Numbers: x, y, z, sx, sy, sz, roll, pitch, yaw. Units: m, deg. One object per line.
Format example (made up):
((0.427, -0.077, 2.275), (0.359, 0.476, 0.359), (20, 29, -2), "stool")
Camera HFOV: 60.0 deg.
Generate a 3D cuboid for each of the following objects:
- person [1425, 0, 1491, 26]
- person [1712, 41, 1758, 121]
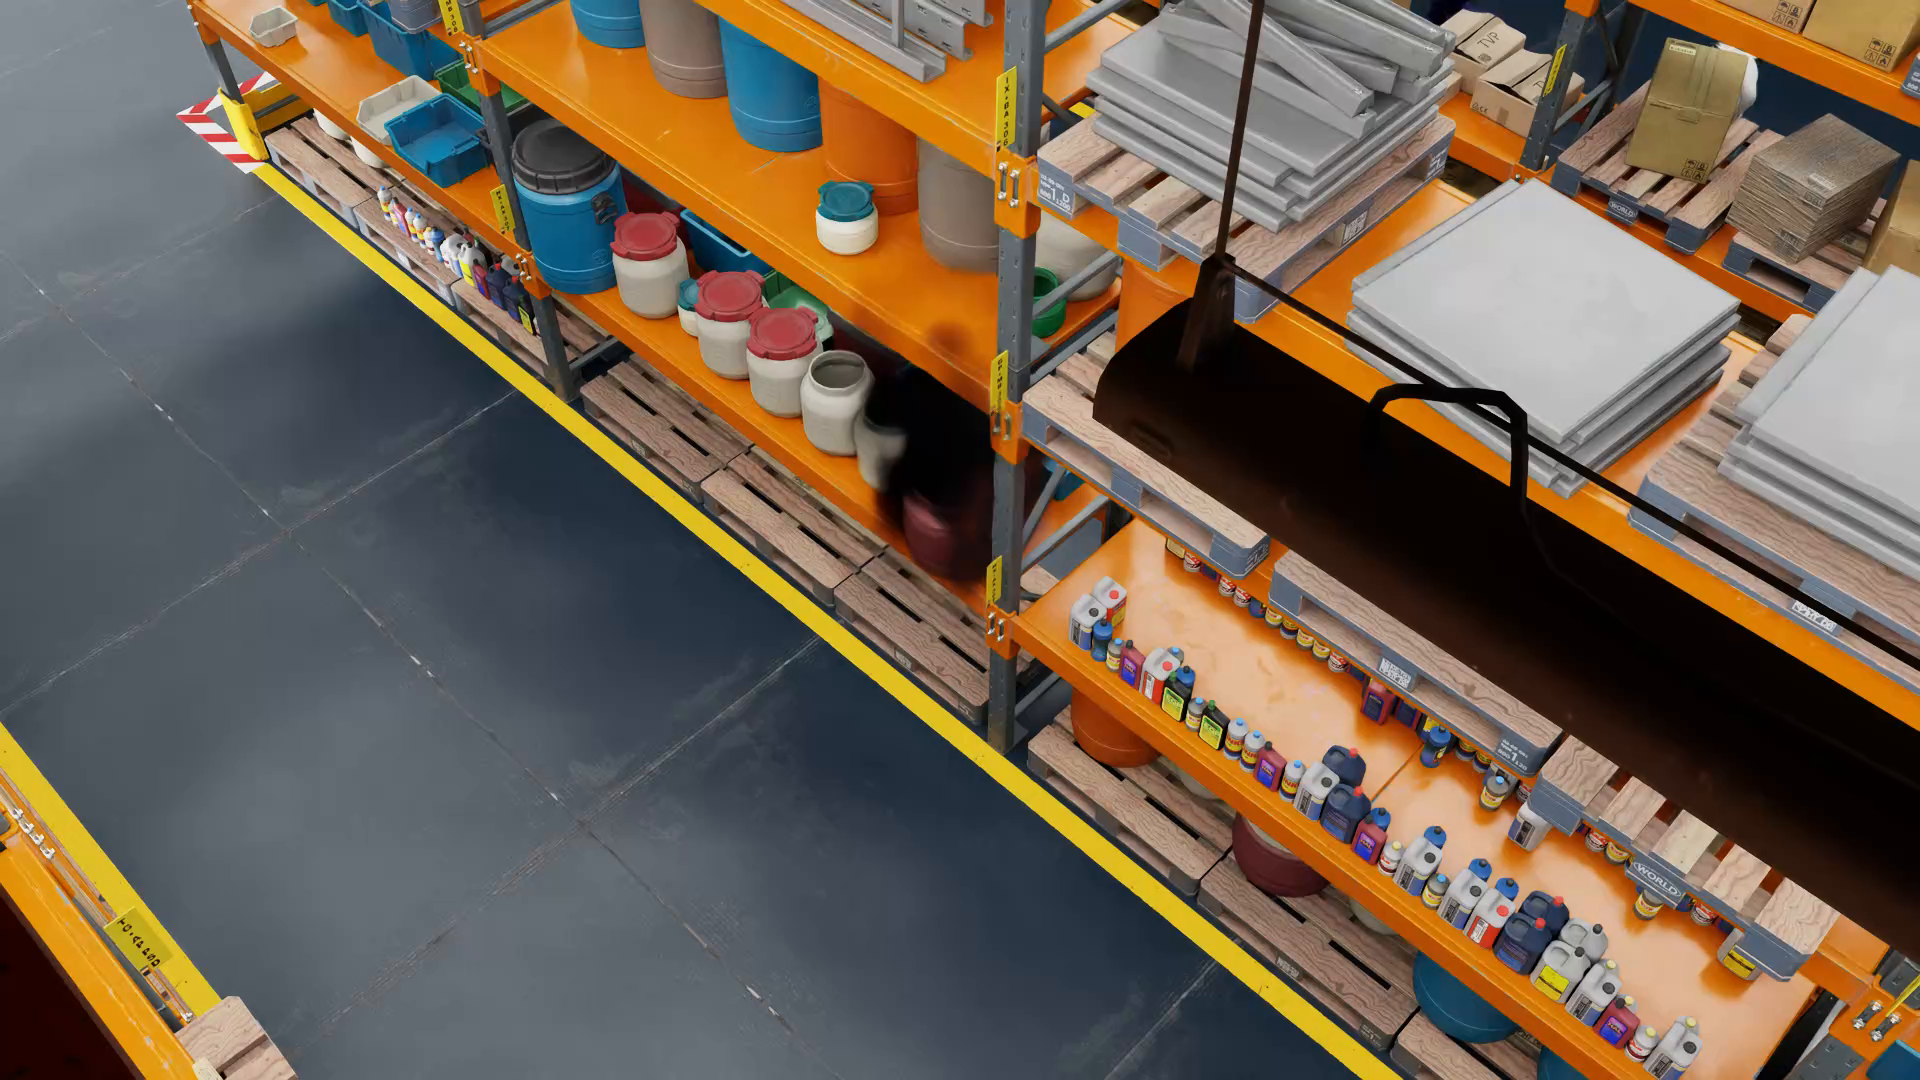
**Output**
((4.078, -4.555, 13.176), (0.895, 1.627, 0.630), (35, 58, 25), "person")
((5.303, -3.023, 11.776), (0.838, 1.771, 0.672), (32, 57, 24), "person")
